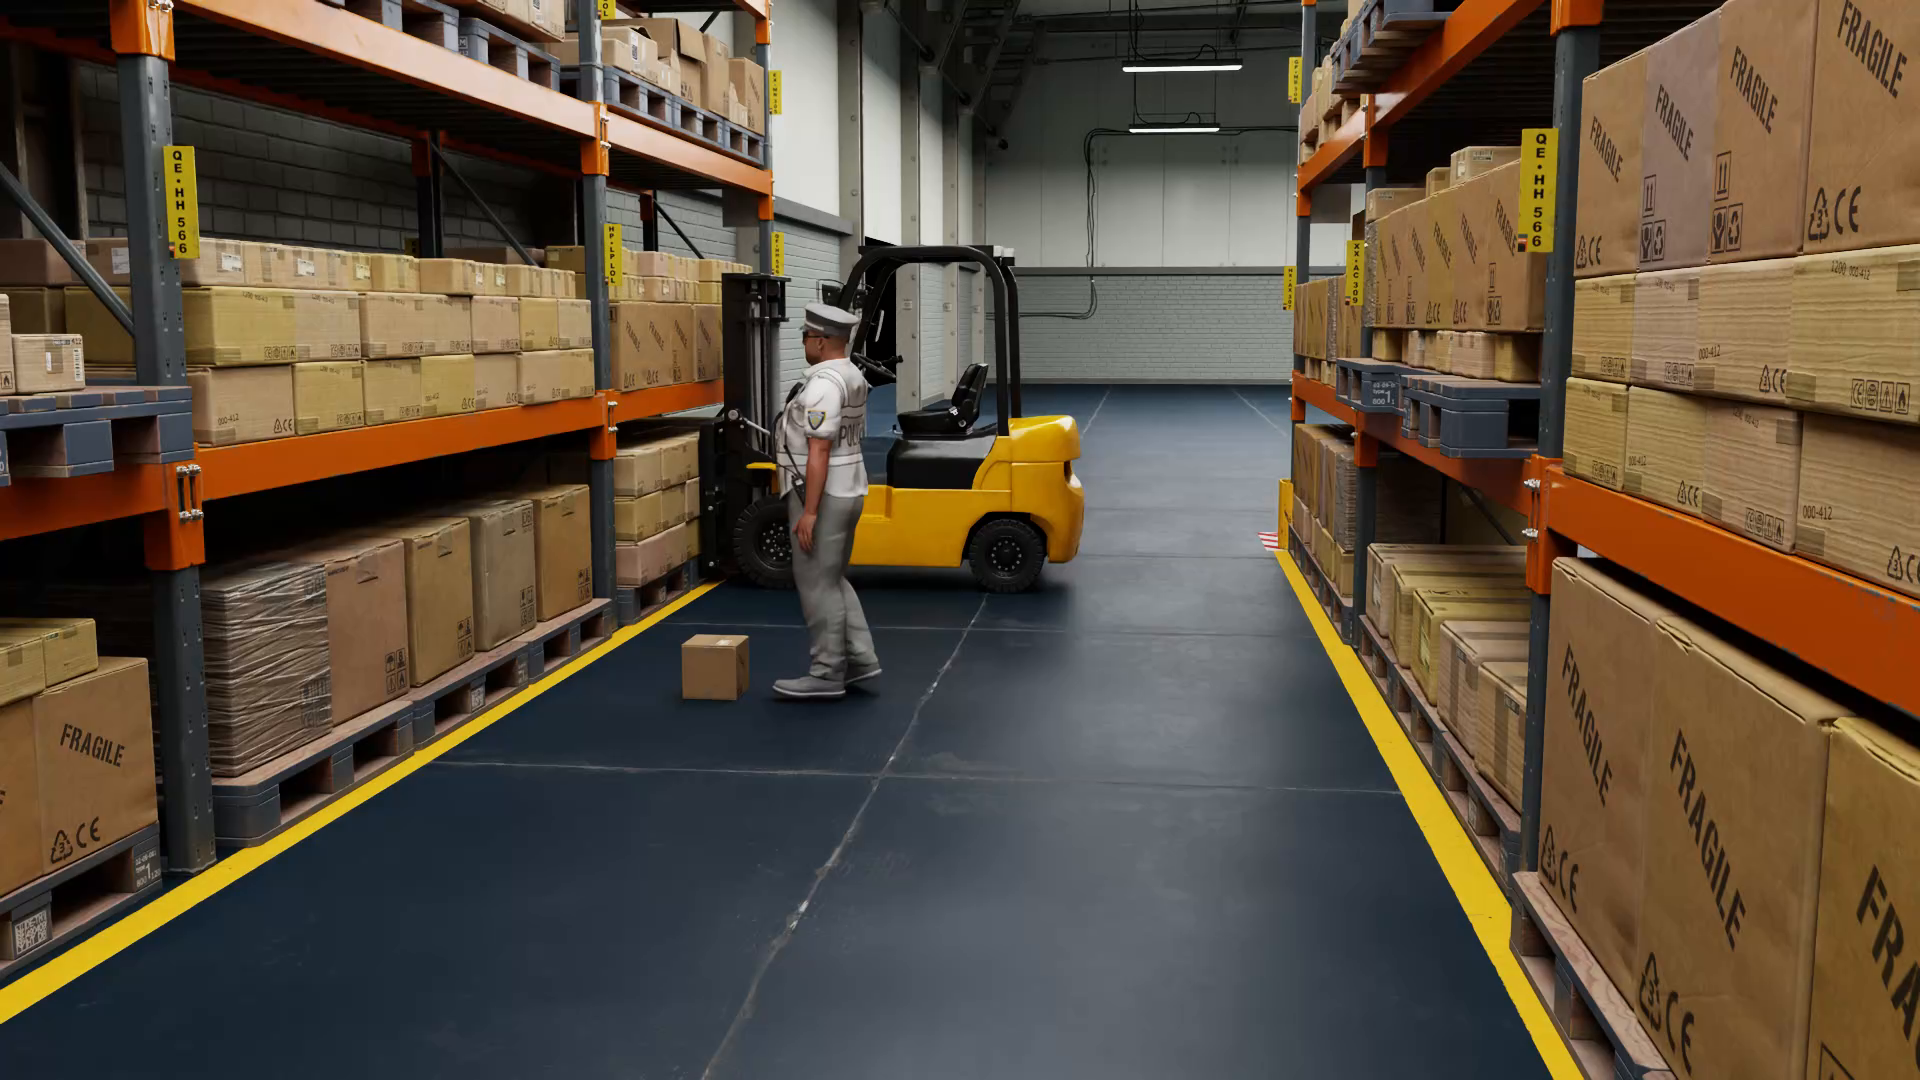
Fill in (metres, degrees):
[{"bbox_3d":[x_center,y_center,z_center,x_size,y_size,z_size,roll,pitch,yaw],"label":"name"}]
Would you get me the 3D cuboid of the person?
[{"bbox_3d":[-0.603,-0.171,7.432,0.448,1.779,0.568,2,8,12],"label":"person"}]
